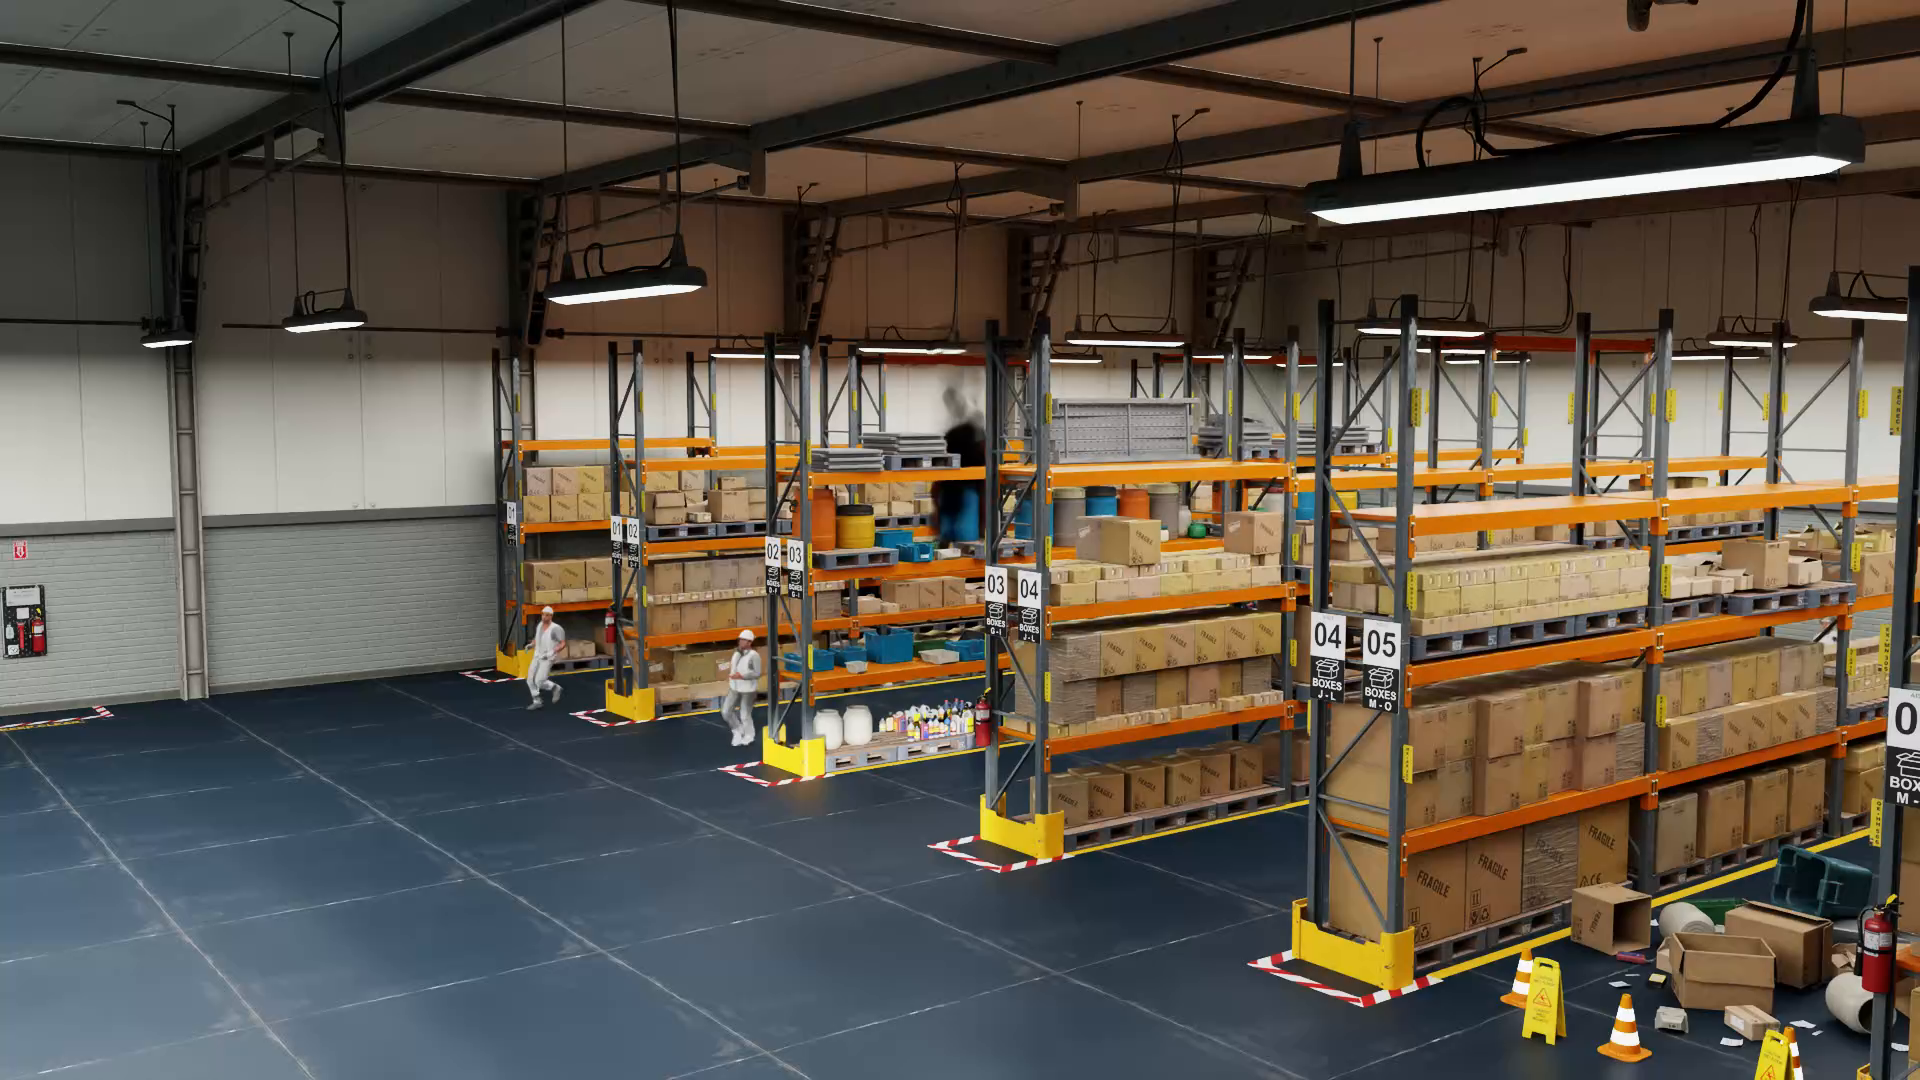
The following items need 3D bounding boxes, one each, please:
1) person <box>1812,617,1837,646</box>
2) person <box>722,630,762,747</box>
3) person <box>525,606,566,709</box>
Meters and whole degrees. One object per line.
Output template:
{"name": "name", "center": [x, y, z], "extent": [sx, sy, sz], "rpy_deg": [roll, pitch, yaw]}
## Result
{"name": "person", "center": [14.072, 2.010, 26.840], "extent": [0.663, 1.610, 0.547], "rpy_deg": [4, 6, 36]}
{"name": "person", "center": [-3.125, 2.167, 24.253], "extent": [0.633, 1.749, 0.635], "rpy_deg": [3, 6, 32]}
{"name": "person", "center": [-6.773, 1.928, 27.262], "extent": [0.664, 1.705, 0.577], "rpy_deg": [3, 6, 35]}
